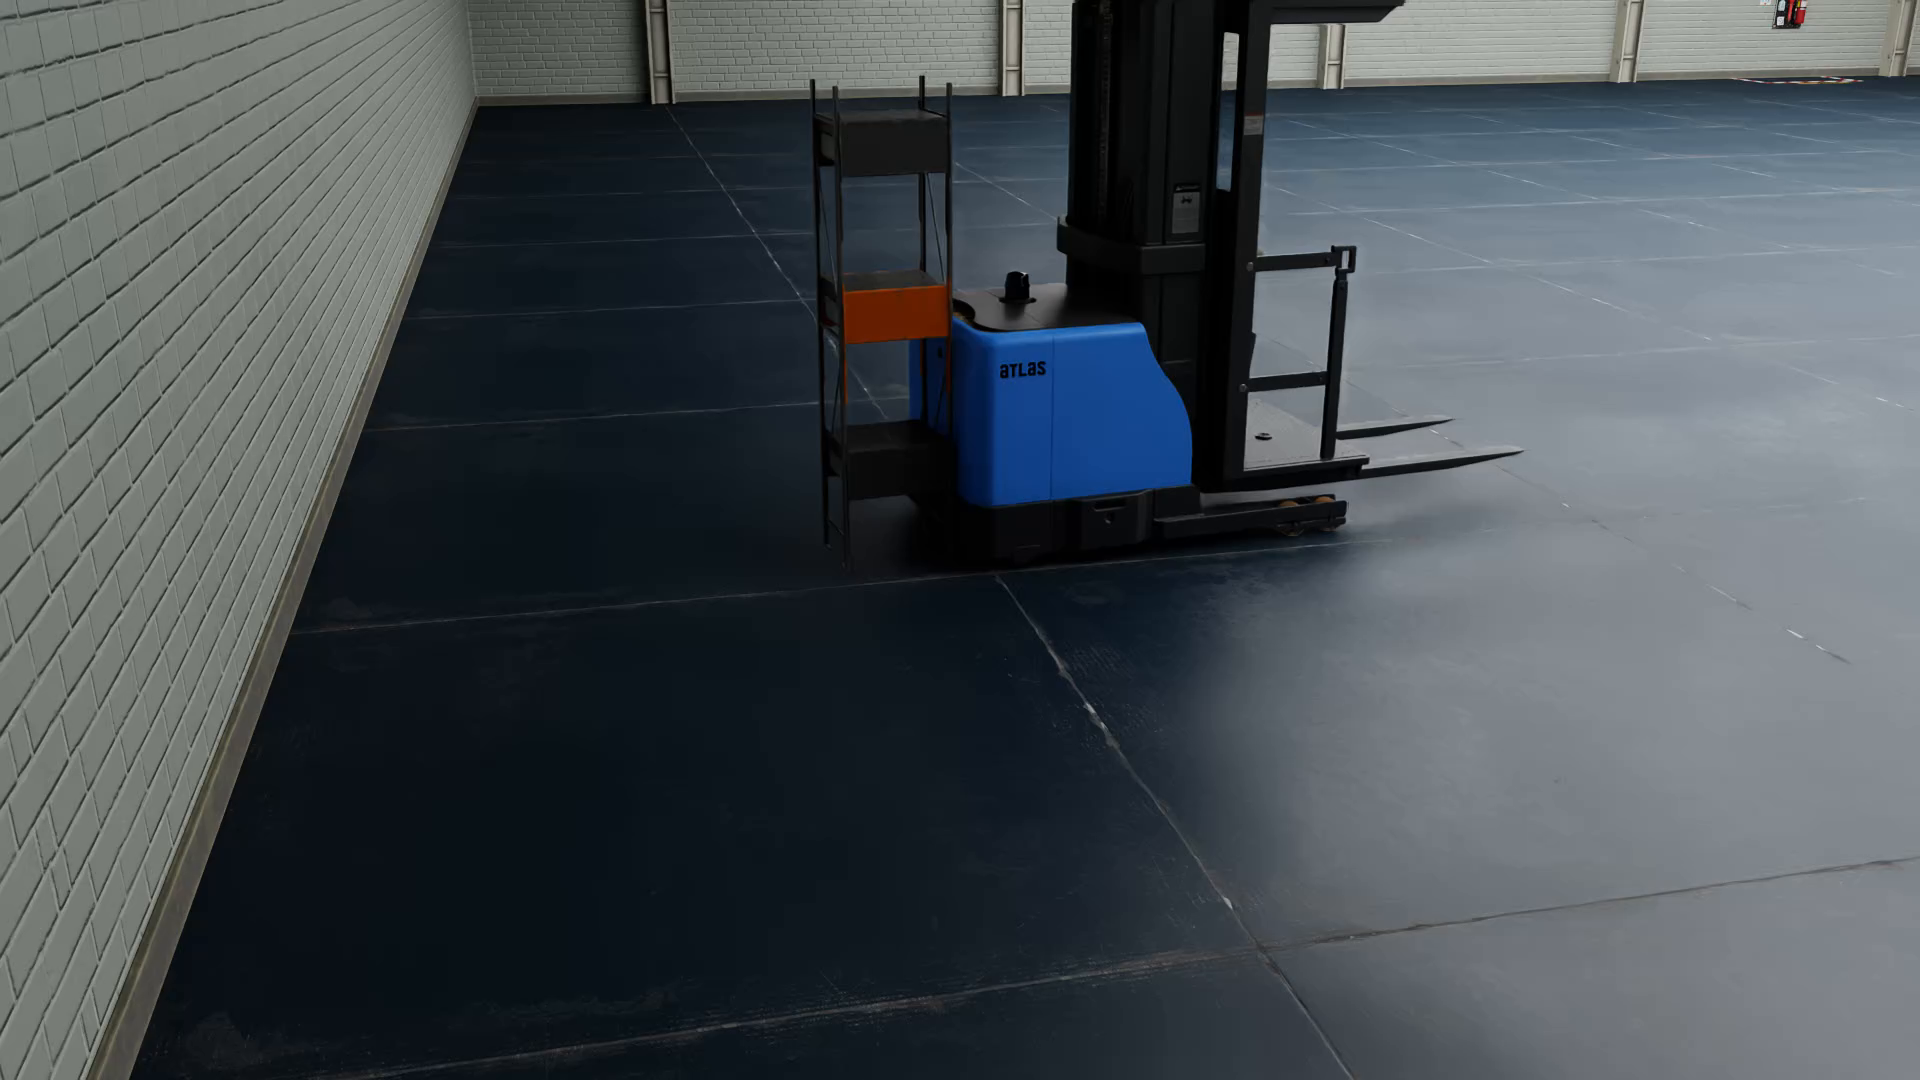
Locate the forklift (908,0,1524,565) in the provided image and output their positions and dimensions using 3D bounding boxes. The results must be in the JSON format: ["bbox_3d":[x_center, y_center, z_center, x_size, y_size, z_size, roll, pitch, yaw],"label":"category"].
[{"bbox_3d":[1.315,-1.556,7.801,3.031,2.935,1.130,-7,21,-18],"label":"forklift"}]

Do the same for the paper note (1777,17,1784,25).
[{"bbox_3d":[15.808,-9.999,32.031,0.142,0.148,0.016,-5,21,-12],"label":"paper note"}]

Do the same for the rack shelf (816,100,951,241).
[{"bbox_3d":[-0.334,-1.577,7.071,0.480,0.518,0.431,-7,21,-18],"label":"rack shelf"}]

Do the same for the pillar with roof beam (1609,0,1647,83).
[{"bbox_3d":[13.562,-11.488,26.092,0.400,9.000,9.100,-5,21,-12],"label":"pillar with roof beam"}]

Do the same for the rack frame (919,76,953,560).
[{"bbox_3d":[-0.104,-0.960,7.383,0.015,2.100,0.400,-7,21,-18],"label":"rack frame"}]

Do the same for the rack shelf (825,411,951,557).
[{"bbox_3d":[-0.334,-0.262,7.553,0.480,0.518,0.431,-7,21,-18],"label":"rack shelf"}]

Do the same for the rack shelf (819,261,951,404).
[{"bbox_3d":[-0.334,-0.920,7.312,0.480,0.518,0.431,-7,21,-18],"label":"rack shelf"}]

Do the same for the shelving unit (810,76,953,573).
[{"bbox_3d":[-0.334,-0.932,7.307,0.503,2.100,0.431,-7,21,-18],"label":"shelving unit"}]

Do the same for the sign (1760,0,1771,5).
[{"bbox_3d":[15.435,-10.411,31.823,0.234,0.329,0.001,-5,21,-12],"label":"sign"}]

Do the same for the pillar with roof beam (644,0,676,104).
[{"bbox_3d":[-3.955,-10.063,22.202,0.400,9.000,9.100,-5,21,-12],"label":"pillar with roof beam"}]

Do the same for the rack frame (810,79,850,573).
[{"bbox_3d":[-0.564,-0.905,7.232,0.015,2.100,0.400,-7,21,-18],"label":"rack frame"}]

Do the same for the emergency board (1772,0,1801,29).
[{"bbox_3d":[15.984,-10.409,31.870,0.626,1.169,0.157,-5,21,-12],"label":"emergency board"}]

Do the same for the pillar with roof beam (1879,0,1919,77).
[{"bbox_3d":[19.401,-11.962,27.388,0.400,9.000,9.100,-5,21,-12],"label":"pillar with roof beam"}]

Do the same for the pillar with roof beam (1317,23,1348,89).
[{"bbox_3d":[7.723,-11.013,24.795,0.400,9.000,9.100,-5,21,-12],"label":"pillar with roof beam"}]

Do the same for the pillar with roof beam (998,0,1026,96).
[{"bbox_3d":[1.884,-10.538,23.499,0.400,9.000,9.100,-5,21,-12],"label":"pillar with roof beam"}]
